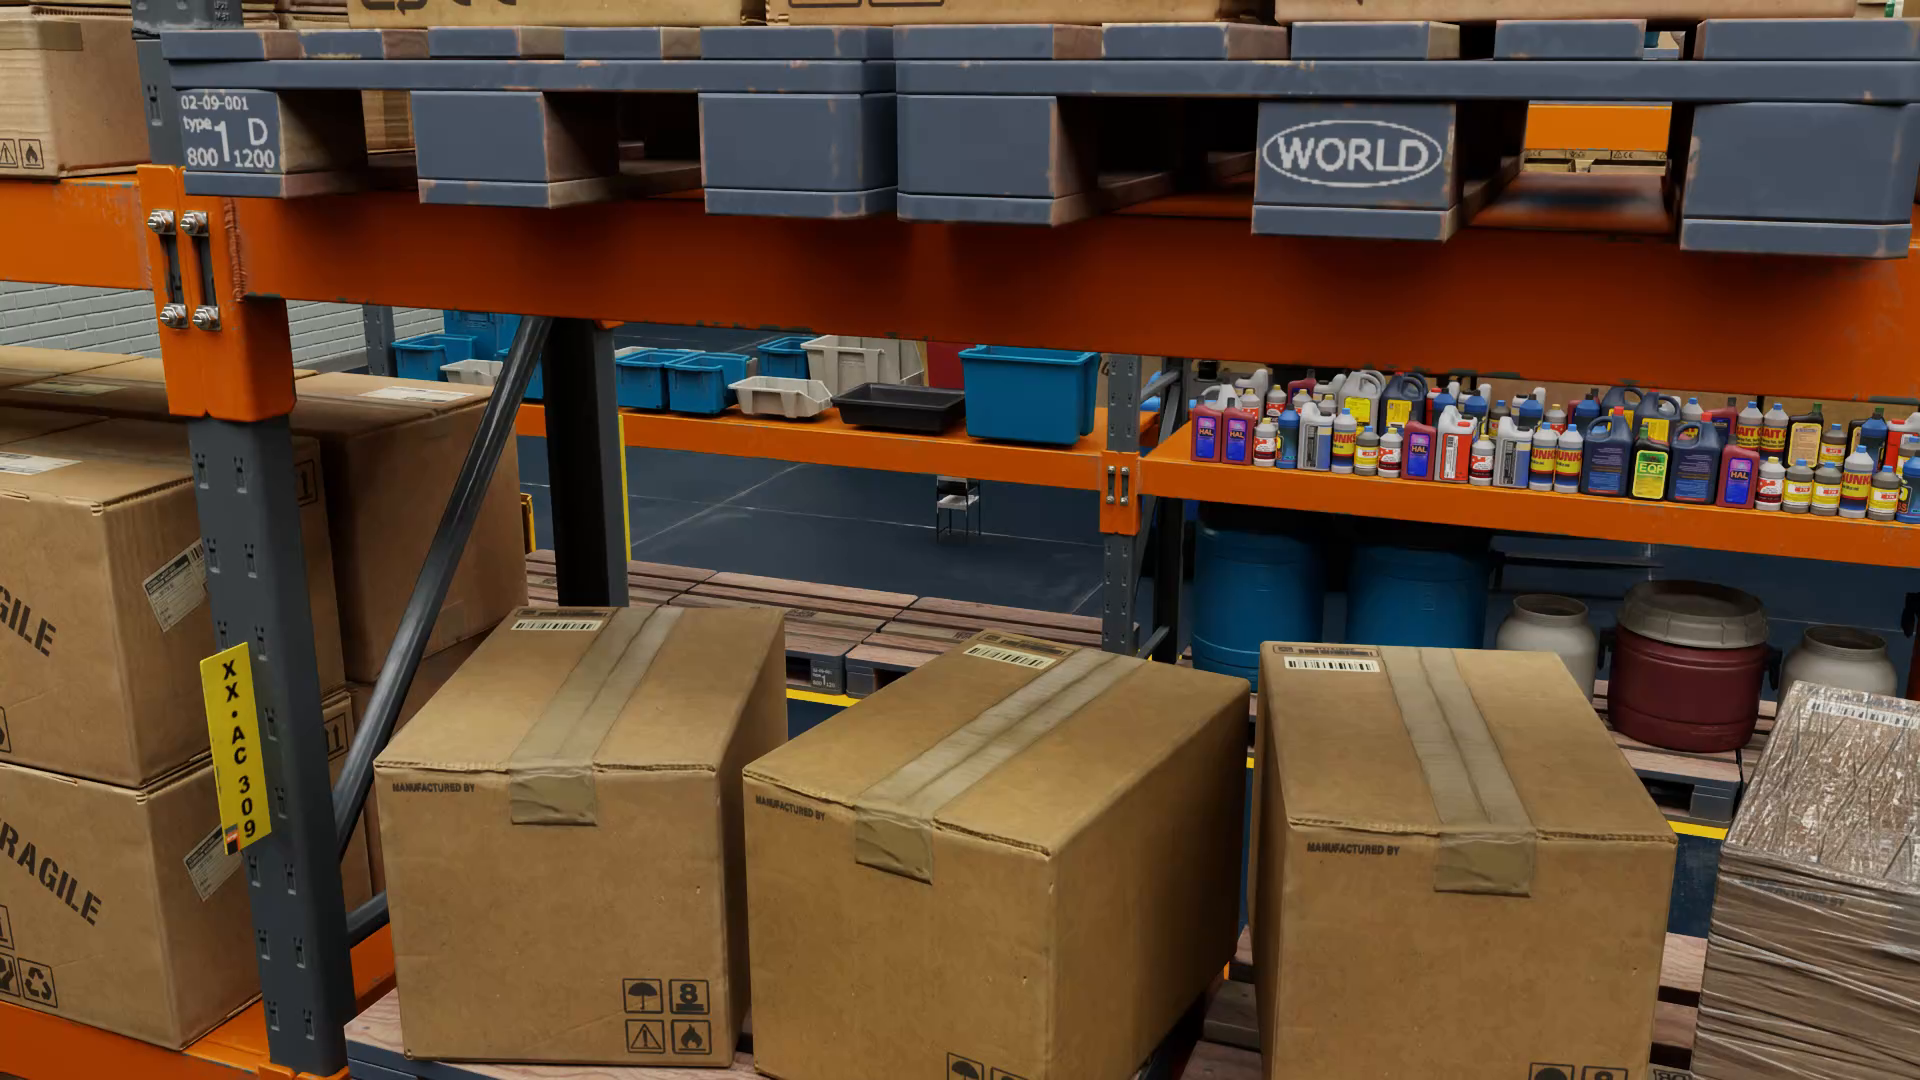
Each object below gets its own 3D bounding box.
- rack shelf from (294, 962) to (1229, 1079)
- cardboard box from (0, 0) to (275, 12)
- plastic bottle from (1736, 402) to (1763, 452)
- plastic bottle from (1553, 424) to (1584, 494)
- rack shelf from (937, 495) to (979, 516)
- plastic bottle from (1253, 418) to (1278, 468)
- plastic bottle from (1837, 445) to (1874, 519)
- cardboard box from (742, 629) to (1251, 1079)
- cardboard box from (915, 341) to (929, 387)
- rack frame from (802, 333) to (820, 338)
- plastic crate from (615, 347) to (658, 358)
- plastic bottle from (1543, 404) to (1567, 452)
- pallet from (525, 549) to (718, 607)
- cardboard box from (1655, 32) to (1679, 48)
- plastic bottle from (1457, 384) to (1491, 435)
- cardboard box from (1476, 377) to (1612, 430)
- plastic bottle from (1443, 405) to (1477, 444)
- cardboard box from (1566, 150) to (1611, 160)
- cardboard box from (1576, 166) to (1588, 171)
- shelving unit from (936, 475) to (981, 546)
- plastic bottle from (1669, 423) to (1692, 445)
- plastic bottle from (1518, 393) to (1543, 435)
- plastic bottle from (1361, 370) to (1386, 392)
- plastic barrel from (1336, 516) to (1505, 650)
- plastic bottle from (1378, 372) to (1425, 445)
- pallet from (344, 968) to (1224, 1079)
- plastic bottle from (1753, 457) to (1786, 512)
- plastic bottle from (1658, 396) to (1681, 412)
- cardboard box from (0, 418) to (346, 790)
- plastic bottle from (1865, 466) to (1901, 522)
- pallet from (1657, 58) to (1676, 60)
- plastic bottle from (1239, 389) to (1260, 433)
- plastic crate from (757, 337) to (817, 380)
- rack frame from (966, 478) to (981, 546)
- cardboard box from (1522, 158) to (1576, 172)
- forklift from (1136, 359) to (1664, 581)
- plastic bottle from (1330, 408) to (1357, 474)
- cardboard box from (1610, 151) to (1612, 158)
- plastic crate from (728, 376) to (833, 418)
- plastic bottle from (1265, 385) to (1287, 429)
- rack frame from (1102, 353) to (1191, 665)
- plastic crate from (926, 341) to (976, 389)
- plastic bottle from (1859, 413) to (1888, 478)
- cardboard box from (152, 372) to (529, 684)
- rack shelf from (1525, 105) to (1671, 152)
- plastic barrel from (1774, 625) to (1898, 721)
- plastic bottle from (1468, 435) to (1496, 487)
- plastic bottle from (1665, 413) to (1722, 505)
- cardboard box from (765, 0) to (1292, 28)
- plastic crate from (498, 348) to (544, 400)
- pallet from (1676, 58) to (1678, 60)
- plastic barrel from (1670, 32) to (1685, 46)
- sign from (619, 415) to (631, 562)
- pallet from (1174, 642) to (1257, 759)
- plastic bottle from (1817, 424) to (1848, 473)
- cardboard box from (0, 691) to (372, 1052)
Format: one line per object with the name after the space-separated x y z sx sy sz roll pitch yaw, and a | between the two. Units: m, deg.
0.919 1.152 2.615 4.000 0.370 1.077 6 17 21 | rack shelf
-1.493 -0.986 2.682 0.500 0.250 0.500 6 17 21 | cardboard box
3.359 -0.453 7.084 0.097 0.271 0.097 0 16 0 | plastic bottle
2.436 -0.327 6.651 0.097 0.271 0.097 0 16 0 | plastic bottle
-0.008 -0.228 10.611 0.200 0.077 0.258 6 17 21 | rack shelf
1.302 -0.418 7.090 0.097 0.201 0.097 0 16 0 | plastic bottle
3.390 -0.222 6.289 0.097 0.271 0.097 0 16 0 | plastic bottle
0.080 0.513 2.595 0.500 0.500 0.700 9 19 29 | cardboard box
-0.399 -1.513 13.562 0.875 0.875 0.875 6 17 21 | cardboard box
-1.024 -2.376 13.478 0.127 3.000 1.000 6 17 21 | rack frame
-1.752 -0.924 8.841 0.243 0.136 0.396 6 17 21 | plastic crate
2.633 -0.499 7.369 0.097 0.201 0.097 0 16 0 | plastic bottle
-2.089 0.342 9.117 1.213 0.211 1.003 6 17 21 | pallet
4.510 -3.453 10.869 0.637 0.503 0.797 6 17 20 | cardboard box
2.299 -0.564 7.457 0.135 0.276 0.152 6 17 21 | plastic bottle
4.131 -0.997 11.784 0.875 0.875 1.225 6 17 19 | cardboard box
2.088 -0.421 6.967 0.135 0.276 0.152 6 17 21 | plastic bottle
7.586 -4.849 20.023 0.500 0.500 0.500 6 17 19 | cardboard box
6.017 -3.512 16.022 0.250 0.149 0.380 6 17 19 | cardboard box
-0.008 -0.433 10.551 0.210 0.900 0.258 6 17 21 | shelving unit
2.885 -0.321 6.609 0.133 0.283 0.061 6 17 21 | plastic bottle
2.486 -0.503 7.258 0.097 0.271 0.097 0 16 0 | plastic bottle
1.855 -0.649 7.619 0.185 0.351 0.144 6 17 21 | plastic bottle
2.038 0.256 7.421 0.708 0.901 0.600 6 17 21 | plastic barrel
1.974 -0.593 7.425 0.185 0.351 0.144 6 17 21 | plastic bottle
-0.238 0.804 2.867 1.213 0.211 1.003 6 17 21 | pallet
3.119 -0.218 6.402 0.097 0.201 0.097 0 16 0 | plastic bottle
3.027 -0.484 7.181 0.135 0.276 0.152 6 17 21 | plastic bottle
-1.507 0.089 3.013 0.500 0.500 0.500 6 17 21 | cardboard box
3.481 -0.178 6.264 0.097 0.201 0.097 0 16 0 | plastic bottle
6.112 -4.397 15.397 1.003 0.211 1.213 6 17 21 | pallet
1.336 -0.596 7.703 0.097 0.201 0.097 0 16 0 | plastic bottle
-0.837 -0.896 8.574 0.300 0.233 0.416 6 17 21 | plastic crate
0.087 -0.423 10.515 0.006 0.900 0.240 6 17 21 | rack frame
3.928 -2.360 11.445 0.637 0.503 0.797 6 17 21 | cardboard box
2.575 -1.237 9.676 3.031 2.935 1.130 4 17 13 | forklift
1.609 -0.418 6.964 0.097 0.271 0.097 0 16 0 | plastic bottle
7.789 -4.977 20.463 0.500 0.500 0.500 7 18 22 | cardboard box
-0.851 -0.685 8.017 0.466 0.136 0.293 6 17 21 | plastic crate
1.483 -0.626 7.805 0.097 0.201 0.097 0 16 0 | plastic bottle
0.880 -0.682 7.644 0.127 3.000 1.000 6 17 21 | rack frame
0.141 -0.898 8.165 0.583 0.464 0.402 6 17 21 | plastic crate
3.766 -0.390 6.867 0.097 0.271 0.097 0 16 0 | plastic bottle
-1.276 -0.047 3.484 0.500 0.500 0.500 7 18 22 | cardboard box
2.740 -1.573 6.621 4.000 0.370 1.077 6 17 21 | rack shelf
3.581 0.640 6.799 0.421 0.512 0.421 0 16 0 | plastic barrel
2.130 -0.327 6.776 0.097 0.201 0.097 0 16 0 | plastic bottle
2.872 -0.324 6.498 0.185 0.351 0.144 6 17 21 | plastic bottle
0.130 -1.003 2.257 0.600 0.600 0.600 6 17 20 | cardboard box
-2.120 -0.862 8.455 0.300 0.233 0.416 6 17 21 | plastic crate
4.758 -3.073 10.838 1.213 0.211 1.003 7 18 23 | pallet
2.896 -2.123 6.229 0.433 0.535 0.433 0 16 0 | plastic barrel
-0.741 -0.098 3.555 0.005 0.325 0.100 6 17 21 | sign
1.582 0.747 7.723 1.213 0.211 1.003 6 17 21 | pallet
3.664 -0.386 6.978 0.097 0.201 0.097 0 16 0 | plastic bottle
-1.501 0.569 3.153 0.500 0.500 0.500 7 17 22 | cardboard box
